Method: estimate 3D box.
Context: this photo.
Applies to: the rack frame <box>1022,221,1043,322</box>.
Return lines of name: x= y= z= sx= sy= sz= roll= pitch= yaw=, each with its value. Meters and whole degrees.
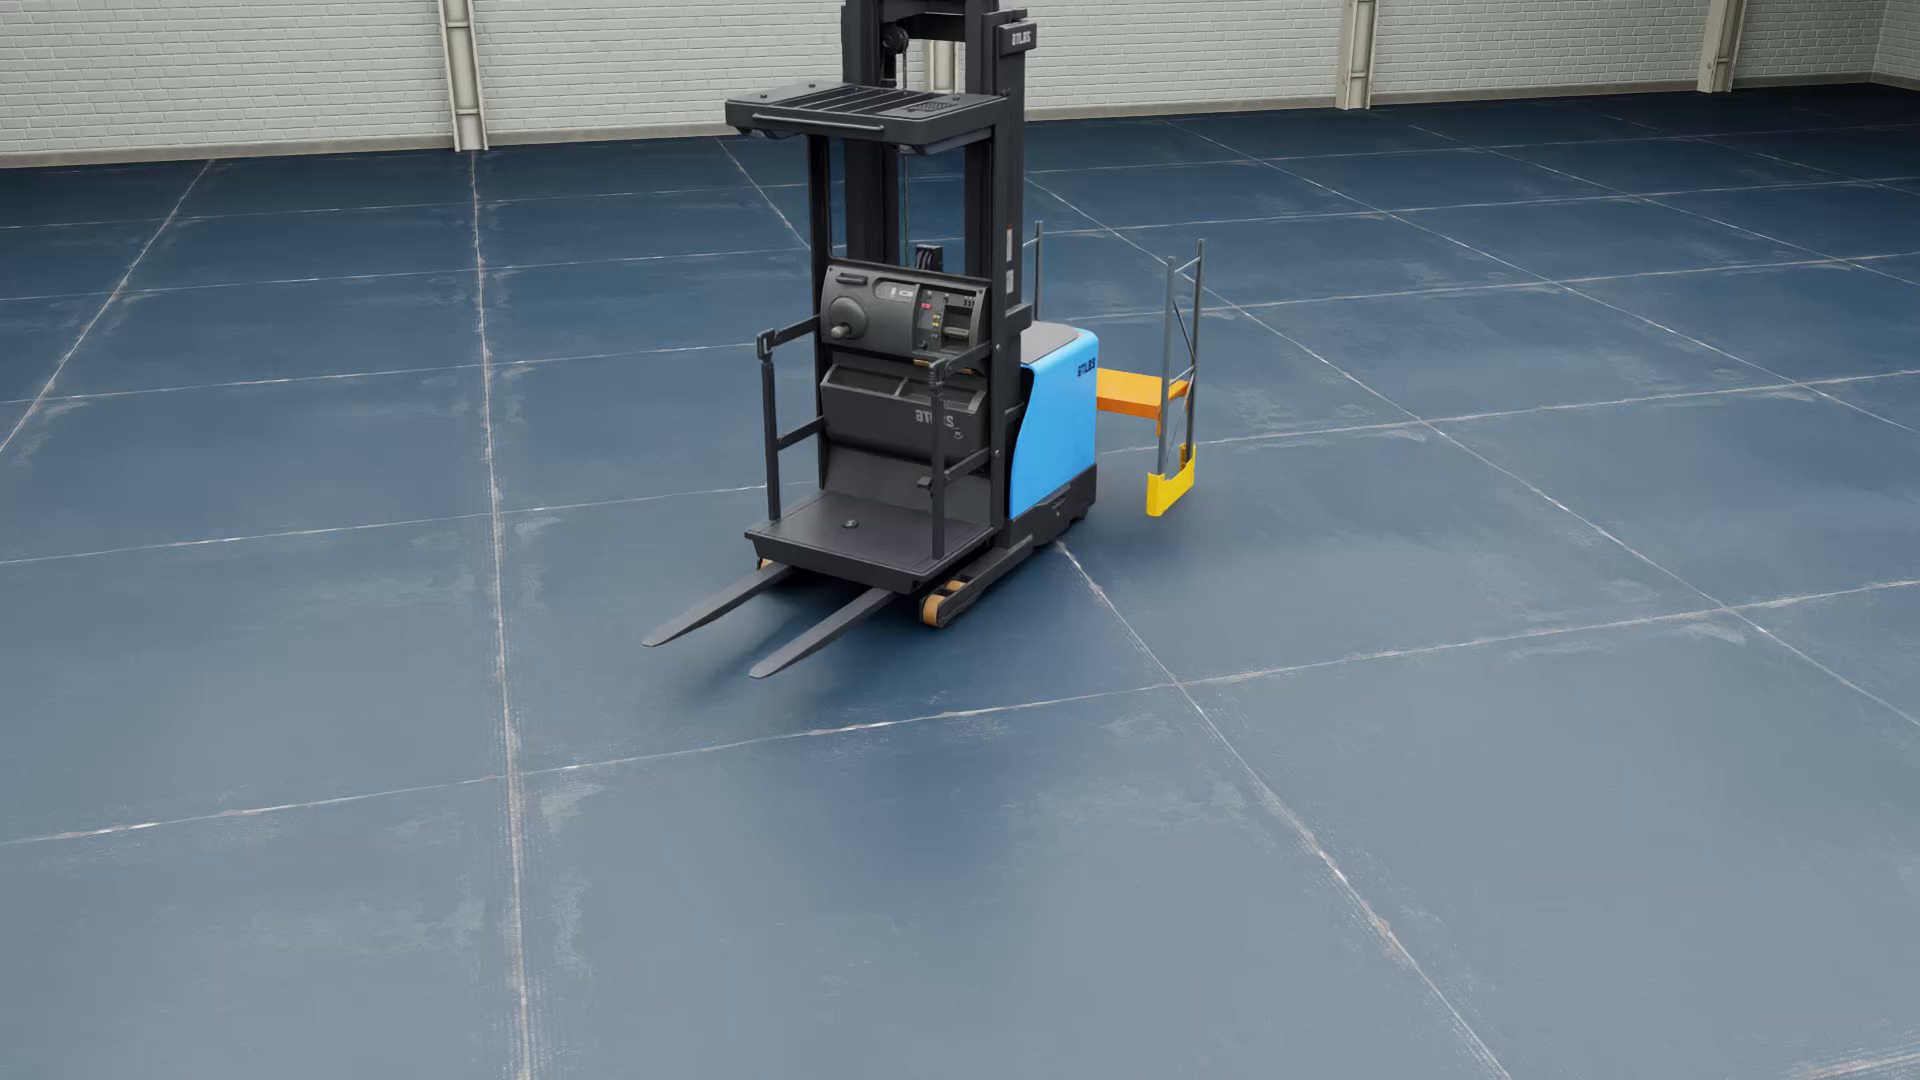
rack frame: x=0.360 y=-1.116 z=9.948 sx=0.032 sy=1.500 sz=0.500 roll=12 pitch=26 yaw=26

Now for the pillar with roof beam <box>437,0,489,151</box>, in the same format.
pillar with roof beam: x=-4.856 y=-7.330 z=14.921 sx=0.400 sy=9.000 sz=9.100 roll=-6 pitch=24 yaw=-14

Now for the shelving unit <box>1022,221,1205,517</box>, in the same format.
shelving unit: x=0.801 y=-1.023 z=9.733 sx=1.083 sy=1.500 sz=0.587 roll=12 pitch=26 yaw=26

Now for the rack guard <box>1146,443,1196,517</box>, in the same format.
rack guard: x=1.240 y=-0.357 z=9.764 sx=0.087 sy=0.250 sz=0.587 roll=12 pitch=26 yaw=26

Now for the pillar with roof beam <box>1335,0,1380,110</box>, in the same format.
pillar with roof beam: x=6.698 y=-8.608 z=17.900 sx=0.400 sy=9.000 sz=9.100 roll=-6 pitch=24 yaw=-14

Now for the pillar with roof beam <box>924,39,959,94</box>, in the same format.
pillar with roof beam: x=0.921 y=-7.969 z=16.410 sx=0.400 sy=9.000 sz=9.100 roll=-6 pitch=24 yaw=-14

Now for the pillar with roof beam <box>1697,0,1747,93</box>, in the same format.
pillar with roof beam: x=12.475 y=-9.247 z=19.389 sx=0.400 sy=9.000 sz=9.100 roll=-6 pitch=24 yaw=-14

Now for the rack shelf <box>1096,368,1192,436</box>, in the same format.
rack shelf: x=0.809 y=-0.856 z=9.800 sx=1.000 sy=0.185 sz=0.538 roll=12 pitch=26 yaw=26

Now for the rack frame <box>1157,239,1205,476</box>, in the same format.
rack frame: x=1.258 y=-0.927 z=9.509 sx=0.032 sy=1.500 sz=0.500 roll=12 pitch=26 yaw=26

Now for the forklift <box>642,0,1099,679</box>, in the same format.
forklift: x=-0.397 y=-1.117 z=8.136 sx=1.130 sy=2.935 sz=3.031 roll=13 pitch=26 yaw=28
